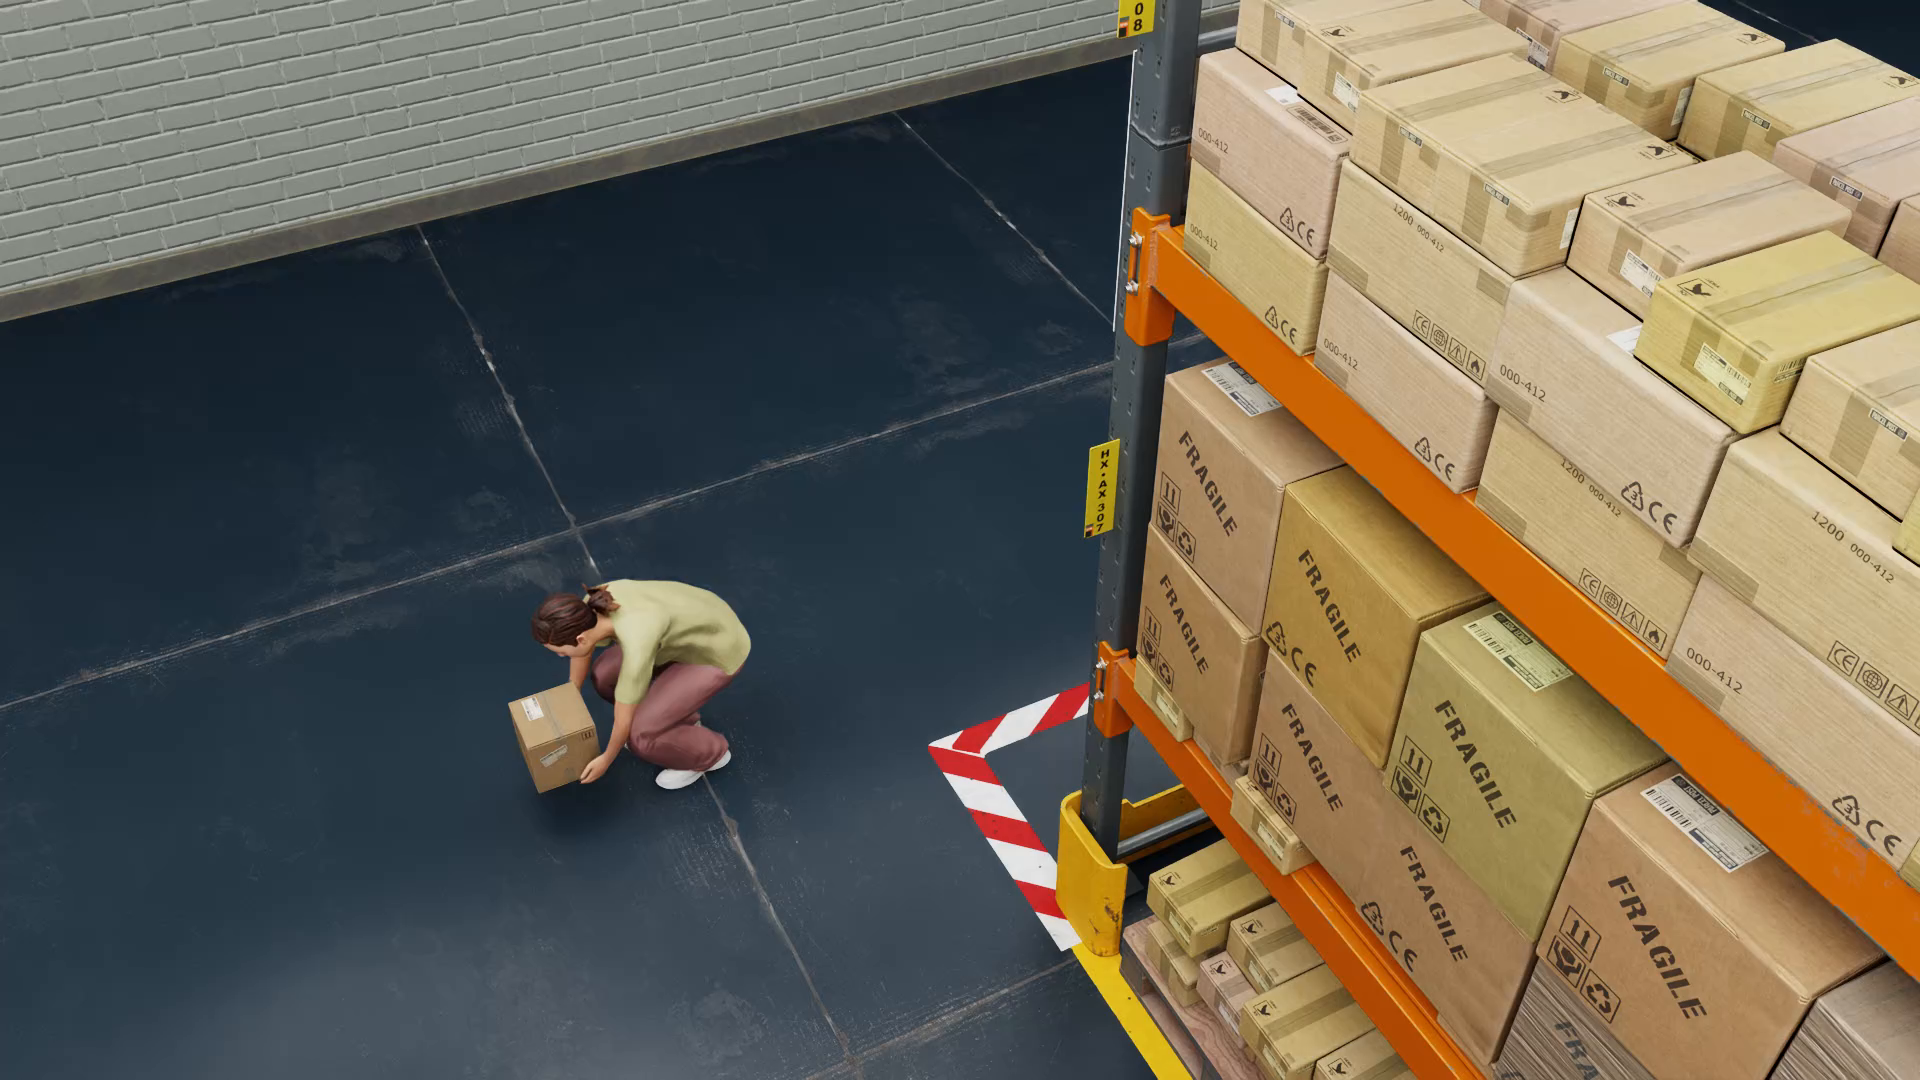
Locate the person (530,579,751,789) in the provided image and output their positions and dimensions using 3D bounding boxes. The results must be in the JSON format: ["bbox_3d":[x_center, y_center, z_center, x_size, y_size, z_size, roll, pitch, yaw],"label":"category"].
[{"bbox_3d":[-1.134,0.492,6.094,0.764,1.028,0.490,-19,45,-20],"label":"person"}]
